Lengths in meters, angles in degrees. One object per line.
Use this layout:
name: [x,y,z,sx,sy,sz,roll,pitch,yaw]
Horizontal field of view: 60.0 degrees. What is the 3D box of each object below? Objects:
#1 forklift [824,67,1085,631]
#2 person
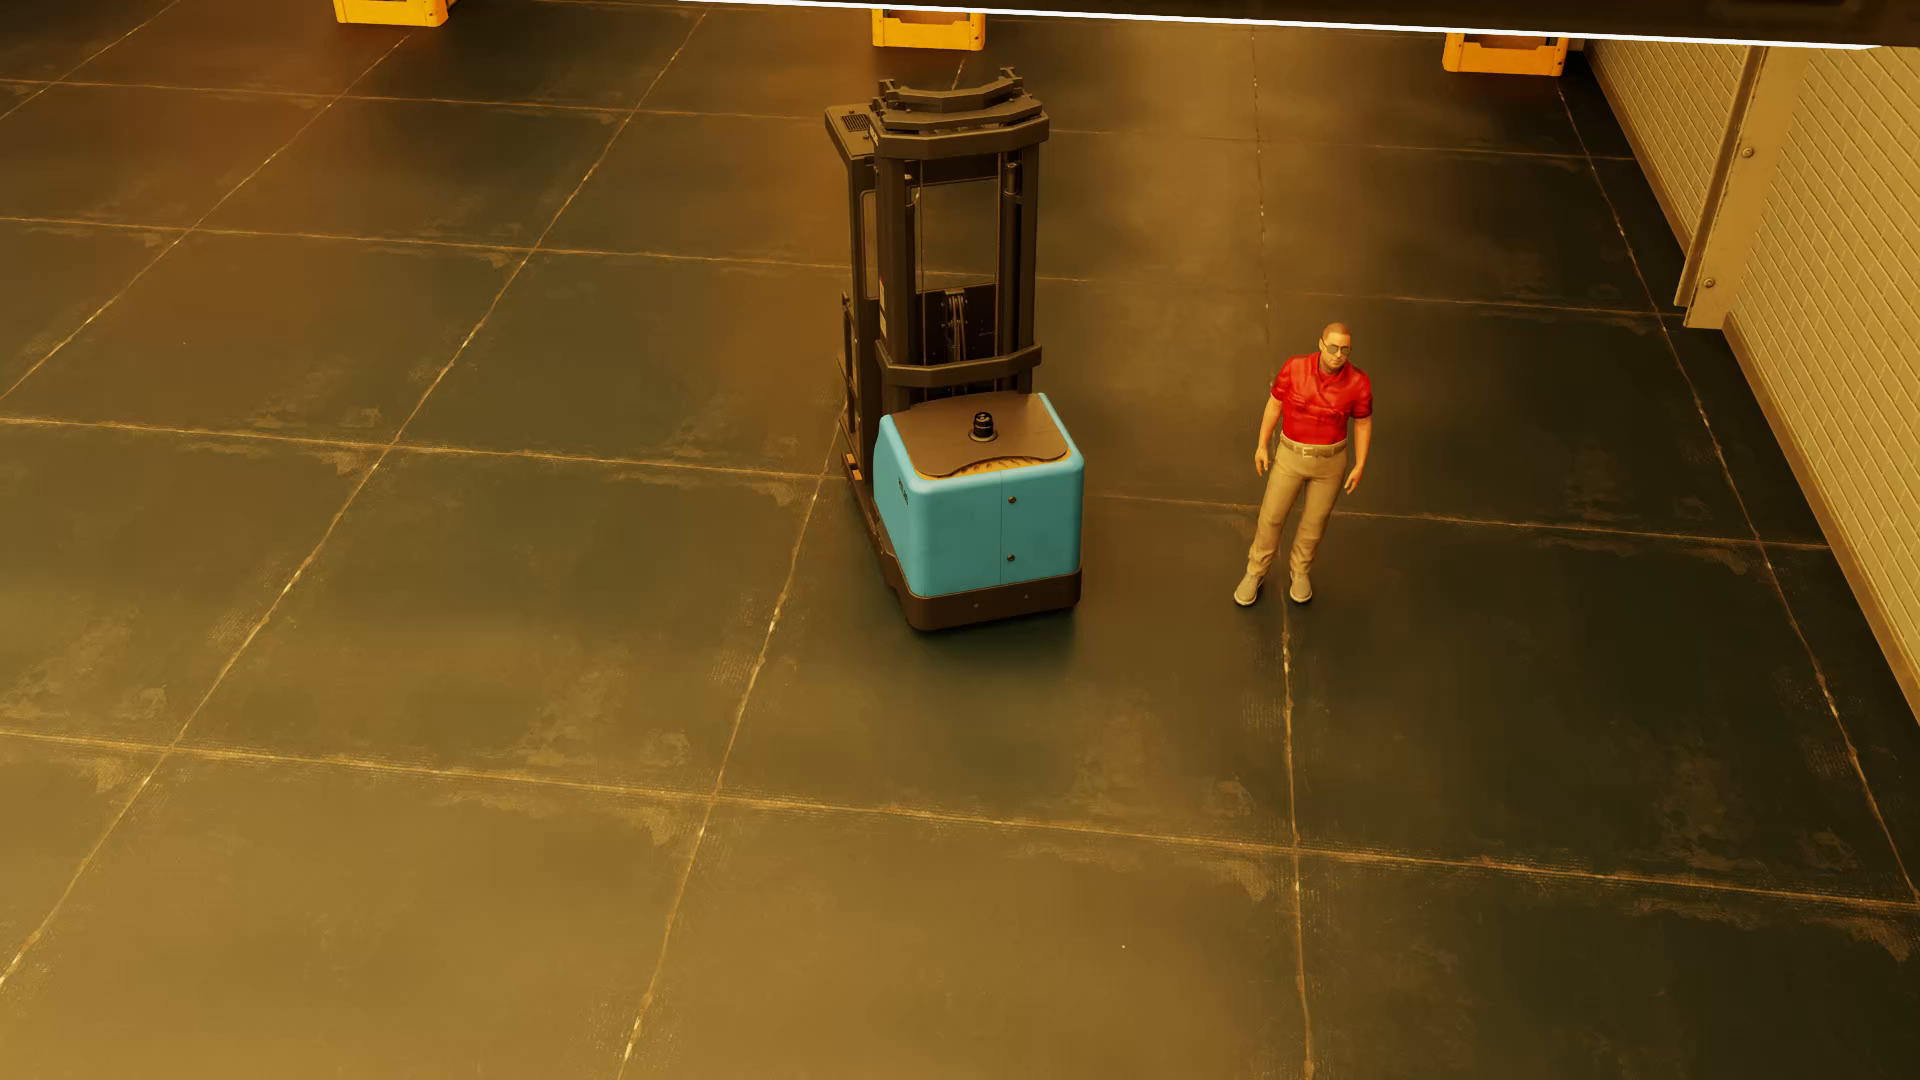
forklift: [-0.159,-1.528,10.103,1.130,2.935,3.031,-9,37,-12]
person: [2.009,-0.413,9.592,0.640,1.727,0.551,9,37,12]
